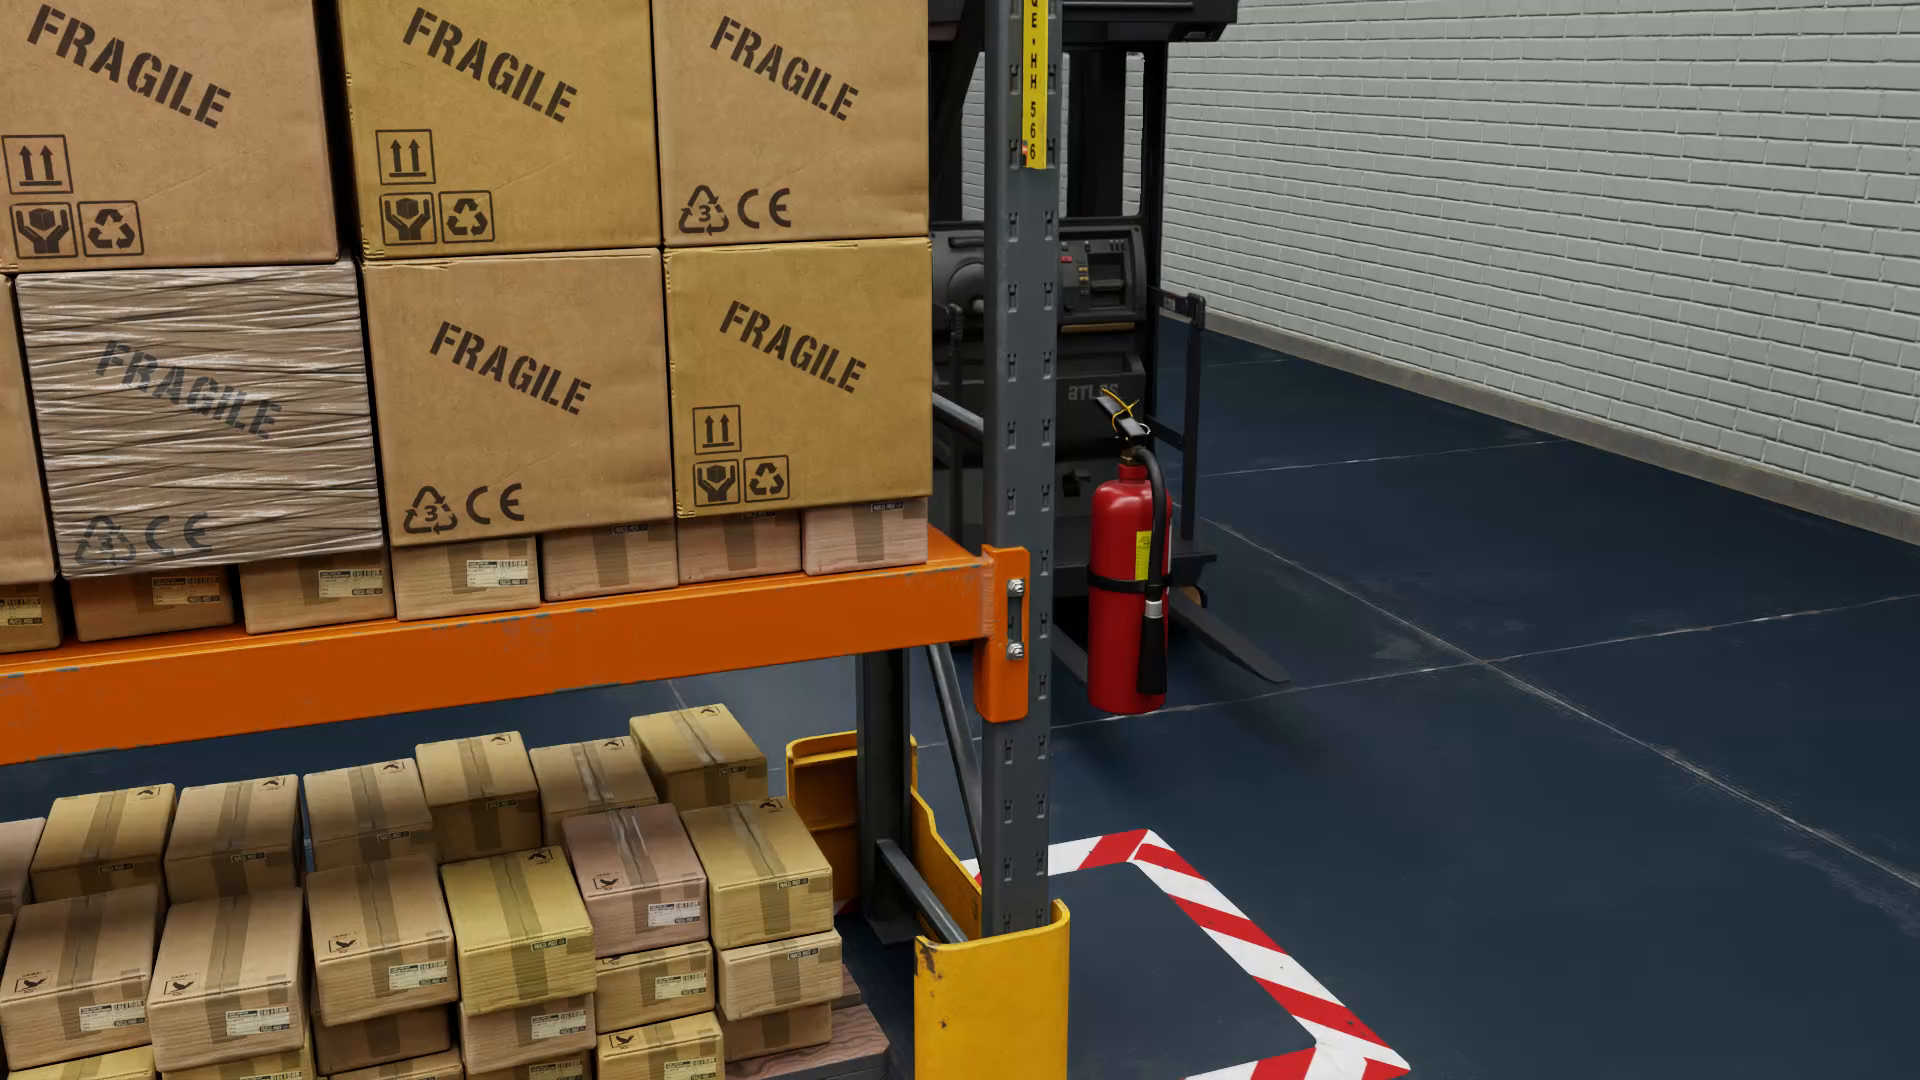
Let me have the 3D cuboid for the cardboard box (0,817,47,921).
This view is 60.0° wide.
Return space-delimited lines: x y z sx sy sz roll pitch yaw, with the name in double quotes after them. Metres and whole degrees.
-2.076 0.745 3.496 0.250 0.149 0.380 -6 17 -20 "cardboard box"

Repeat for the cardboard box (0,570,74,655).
-1.722 0.078 2.955 0.250 0.149 0.380 -6 17 -19 "cardboard box"

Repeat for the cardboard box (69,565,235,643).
-1.480 0.047 3.061 0.250 0.149 0.380 -7 18 -22 "cardboard box"

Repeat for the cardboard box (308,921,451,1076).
-1.206 0.917 3.438 0.250 0.149 0.380 -6 18 -21 "cardboard box"

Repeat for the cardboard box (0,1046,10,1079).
-1.890 1.029 3.058 0.250 0.149 0.380 -6 17 -20 "cardboard box"

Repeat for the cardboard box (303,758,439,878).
-1.351 0.655 3.804 0.250 0.149 0.380 -7 18 -23 "cardboard box"

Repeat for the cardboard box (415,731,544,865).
-1.149 0.608 3.963 0.250 0.149 0.380 -6 17 -20 "cardboard box"

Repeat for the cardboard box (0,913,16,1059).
-1.914 0.865 3.086 0.250 0.149 0.380 -6 17 -20 "cardboard box"

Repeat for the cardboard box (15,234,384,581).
-1.323 -0.261 2.958 0.500 0.500 0.500 -6 17 -20 "cardboard box"

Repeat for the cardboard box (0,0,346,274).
-1.337 -0.741 2.817 0.500 0.500 0.500 -5 17 -17 "cardboard box"

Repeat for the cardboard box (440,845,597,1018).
-0.898 0.783 3.367 0.250 0.149 0.380 -7 18 -21 "cardboard box"

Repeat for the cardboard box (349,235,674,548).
-0.853 -0.315 3.141 0.500 0.500 0.500 -6 18 -21 "cardboard box"

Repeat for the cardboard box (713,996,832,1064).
-0.460 0.987 3.729 0.250 0.149 0.380 -6 17 -19 "cardboard box"

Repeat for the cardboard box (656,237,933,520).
-0.370 -0.365 3.313 0.500 0.500 0.500 -6 17 -19 "cardboard box"

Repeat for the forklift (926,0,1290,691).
0.382 -1.096 6.630 1.130 2.935 3.031 -5 17 -16 "forklift"

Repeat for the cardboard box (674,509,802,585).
-0.492 -0.045 3.373 0.250 0.149 0.380 -6 17 -20 "cardboard box"

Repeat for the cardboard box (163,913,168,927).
-1.827 0.869 3.601 0.250 0.149 0.380 -5 17 -17 "cardboard box"

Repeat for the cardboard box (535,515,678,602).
-0.720 -0.015 3.273 0.250 0.149 0.380 -6 18 -21 "cardboard box"

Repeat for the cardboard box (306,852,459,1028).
-1.162 0.792 3.334 0.250 0.149 0.380 -7 18 -22 "cardboard box"

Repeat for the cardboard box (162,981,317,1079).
-1.397 0.973 3.249 0.250 0.149 0.380 -6 17 -19 "cardboard box"

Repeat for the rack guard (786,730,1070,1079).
-0.114 0.919 4.080 0.348 0.500 1.175 -6 17 -20 "rack guard"

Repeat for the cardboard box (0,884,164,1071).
-1.679 0.832 3.201 0.250 0.149 0.380 -7 18 -22 "cardboard box"

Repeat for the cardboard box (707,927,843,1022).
-0.433 0.864 3.618 0.250 0.149 0.380 -7 18 -22 "cardboard box"

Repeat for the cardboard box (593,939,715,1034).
-0.697 0.876 3.576 0.250 0.149 0.380 -7 18 -21 "cardboard box"

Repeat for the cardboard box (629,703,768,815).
-0.654 0.557 4.137 0.250 0.149 0.380 -7 18 -23 "cardboard box"

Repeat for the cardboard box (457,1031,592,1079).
-0.941 1.043 3.537 0.250 0.149 0.380 -6 17 -20 "cardboard box"

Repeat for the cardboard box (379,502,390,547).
-1.149 -0.109 3.591 0.250 0.149 0.380 -5 17 -17 "cardboard box"

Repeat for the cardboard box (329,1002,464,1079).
-1.167 1.072 3.440 0.250 0.149 0.380 -6 17 -20 "cardboard box"

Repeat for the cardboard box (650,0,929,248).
-0.381 -0.847 3.177 0.500 0.500 0.500 -7 18 -21 "cardboard box"

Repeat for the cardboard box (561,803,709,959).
-0.702 0.724 3.569 0.250 0.149 0.380 -6 17 -19 "cardboard box"

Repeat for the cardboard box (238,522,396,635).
-1.207 0.035 3.100 0.250 0.149 0.380 -7 18 -23 "cardboard box"

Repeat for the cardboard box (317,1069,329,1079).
-1.383 1.114 3.296 0.250 0.149 0.380 -7 18 -23 "cardboard box"

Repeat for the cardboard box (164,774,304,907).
-1.613 0.680 3.717 0.250 0.149 0.380 -5 17 -18 "cardboard box"

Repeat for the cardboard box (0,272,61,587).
-1.792 -0.214 2.796 0.500 0.500 0.500 -5 17 -17 "cardboard box"

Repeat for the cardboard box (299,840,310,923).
-1.589 0.831 3.731 0.250 0.149 0.380 -7 18 -23 "cardboard box"

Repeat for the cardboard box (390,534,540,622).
-0.950 0.016 3.165 0.250 0.149 0.380 -6 17 -19 "cardboard box"

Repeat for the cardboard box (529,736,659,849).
-0.868 0.616 3.935 0.250 0.149 0.380 -6 17 -19 "cardboard box"

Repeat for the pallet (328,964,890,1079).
-0.885 1.131 3.874 1.213 0.211 1.003 -6 17 -20 "pallet"

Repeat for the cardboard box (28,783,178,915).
-1.875 0.695 3.668 0.250 0.149 0.380 -6 17 -19 "cardboard box"

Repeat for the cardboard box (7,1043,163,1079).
-1.643 0.994 3.177 0.250 0.149 0.380 -5 17 -17 "cardboard box"

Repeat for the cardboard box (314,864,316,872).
-1.375 0.779 3.907 0.250 0.149 0.380 -6 17 -18 "cardboard box"

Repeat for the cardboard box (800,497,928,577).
-0.246 -0.060 3.424 0.250 0.149 0.380 -6 17 -20 "cardboard box"

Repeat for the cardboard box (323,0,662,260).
-0.854 -0.795 3.003 0.500 0.500 0.500 -7 18 -22 "cardboard box"

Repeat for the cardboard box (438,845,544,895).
-1.097 0.782 3.898 0.250 0.149 0.380 -6 17 -19 "cardboard box"

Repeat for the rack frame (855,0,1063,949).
-0.043 -0.288 3.754 0.127 3.000 1.000 -6 17 -20 "rack frame"

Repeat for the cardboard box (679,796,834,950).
-0.446 0.713 3.604 0.250 0.149 0.380 -6 17 -19 "cardboard box"

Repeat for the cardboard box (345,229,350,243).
-1.052 -0.445 3.585 0.500 0.500 0.500 -6 17 -20 "cardboard box"

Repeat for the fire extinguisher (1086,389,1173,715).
0.358 0.024 3.491 0.183 0.674 0.296 -6 17 -20 "fire extinguisher"

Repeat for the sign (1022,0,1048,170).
0.137 -0.847 3.042 0.005 0.325 0.100 -6 17 -20 "sign"

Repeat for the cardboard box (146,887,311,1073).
-1.393 0.834 3.192 0.250 0.149 0.380 -5 17 -18 "cardboard box"

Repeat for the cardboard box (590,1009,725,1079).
-0.664 1.039 3.550 0.250 0.149 0.380 -6 17 -18 "cardboard box"

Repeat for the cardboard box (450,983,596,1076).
-0.918 0.917 3.438 0.250 0.149 0.380 -7 18 -22 "cardboard box"

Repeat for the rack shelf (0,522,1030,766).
-1.910 0.259 3.169 4.000 0.370 1.077 -6 17 -20 "rack shelf"
